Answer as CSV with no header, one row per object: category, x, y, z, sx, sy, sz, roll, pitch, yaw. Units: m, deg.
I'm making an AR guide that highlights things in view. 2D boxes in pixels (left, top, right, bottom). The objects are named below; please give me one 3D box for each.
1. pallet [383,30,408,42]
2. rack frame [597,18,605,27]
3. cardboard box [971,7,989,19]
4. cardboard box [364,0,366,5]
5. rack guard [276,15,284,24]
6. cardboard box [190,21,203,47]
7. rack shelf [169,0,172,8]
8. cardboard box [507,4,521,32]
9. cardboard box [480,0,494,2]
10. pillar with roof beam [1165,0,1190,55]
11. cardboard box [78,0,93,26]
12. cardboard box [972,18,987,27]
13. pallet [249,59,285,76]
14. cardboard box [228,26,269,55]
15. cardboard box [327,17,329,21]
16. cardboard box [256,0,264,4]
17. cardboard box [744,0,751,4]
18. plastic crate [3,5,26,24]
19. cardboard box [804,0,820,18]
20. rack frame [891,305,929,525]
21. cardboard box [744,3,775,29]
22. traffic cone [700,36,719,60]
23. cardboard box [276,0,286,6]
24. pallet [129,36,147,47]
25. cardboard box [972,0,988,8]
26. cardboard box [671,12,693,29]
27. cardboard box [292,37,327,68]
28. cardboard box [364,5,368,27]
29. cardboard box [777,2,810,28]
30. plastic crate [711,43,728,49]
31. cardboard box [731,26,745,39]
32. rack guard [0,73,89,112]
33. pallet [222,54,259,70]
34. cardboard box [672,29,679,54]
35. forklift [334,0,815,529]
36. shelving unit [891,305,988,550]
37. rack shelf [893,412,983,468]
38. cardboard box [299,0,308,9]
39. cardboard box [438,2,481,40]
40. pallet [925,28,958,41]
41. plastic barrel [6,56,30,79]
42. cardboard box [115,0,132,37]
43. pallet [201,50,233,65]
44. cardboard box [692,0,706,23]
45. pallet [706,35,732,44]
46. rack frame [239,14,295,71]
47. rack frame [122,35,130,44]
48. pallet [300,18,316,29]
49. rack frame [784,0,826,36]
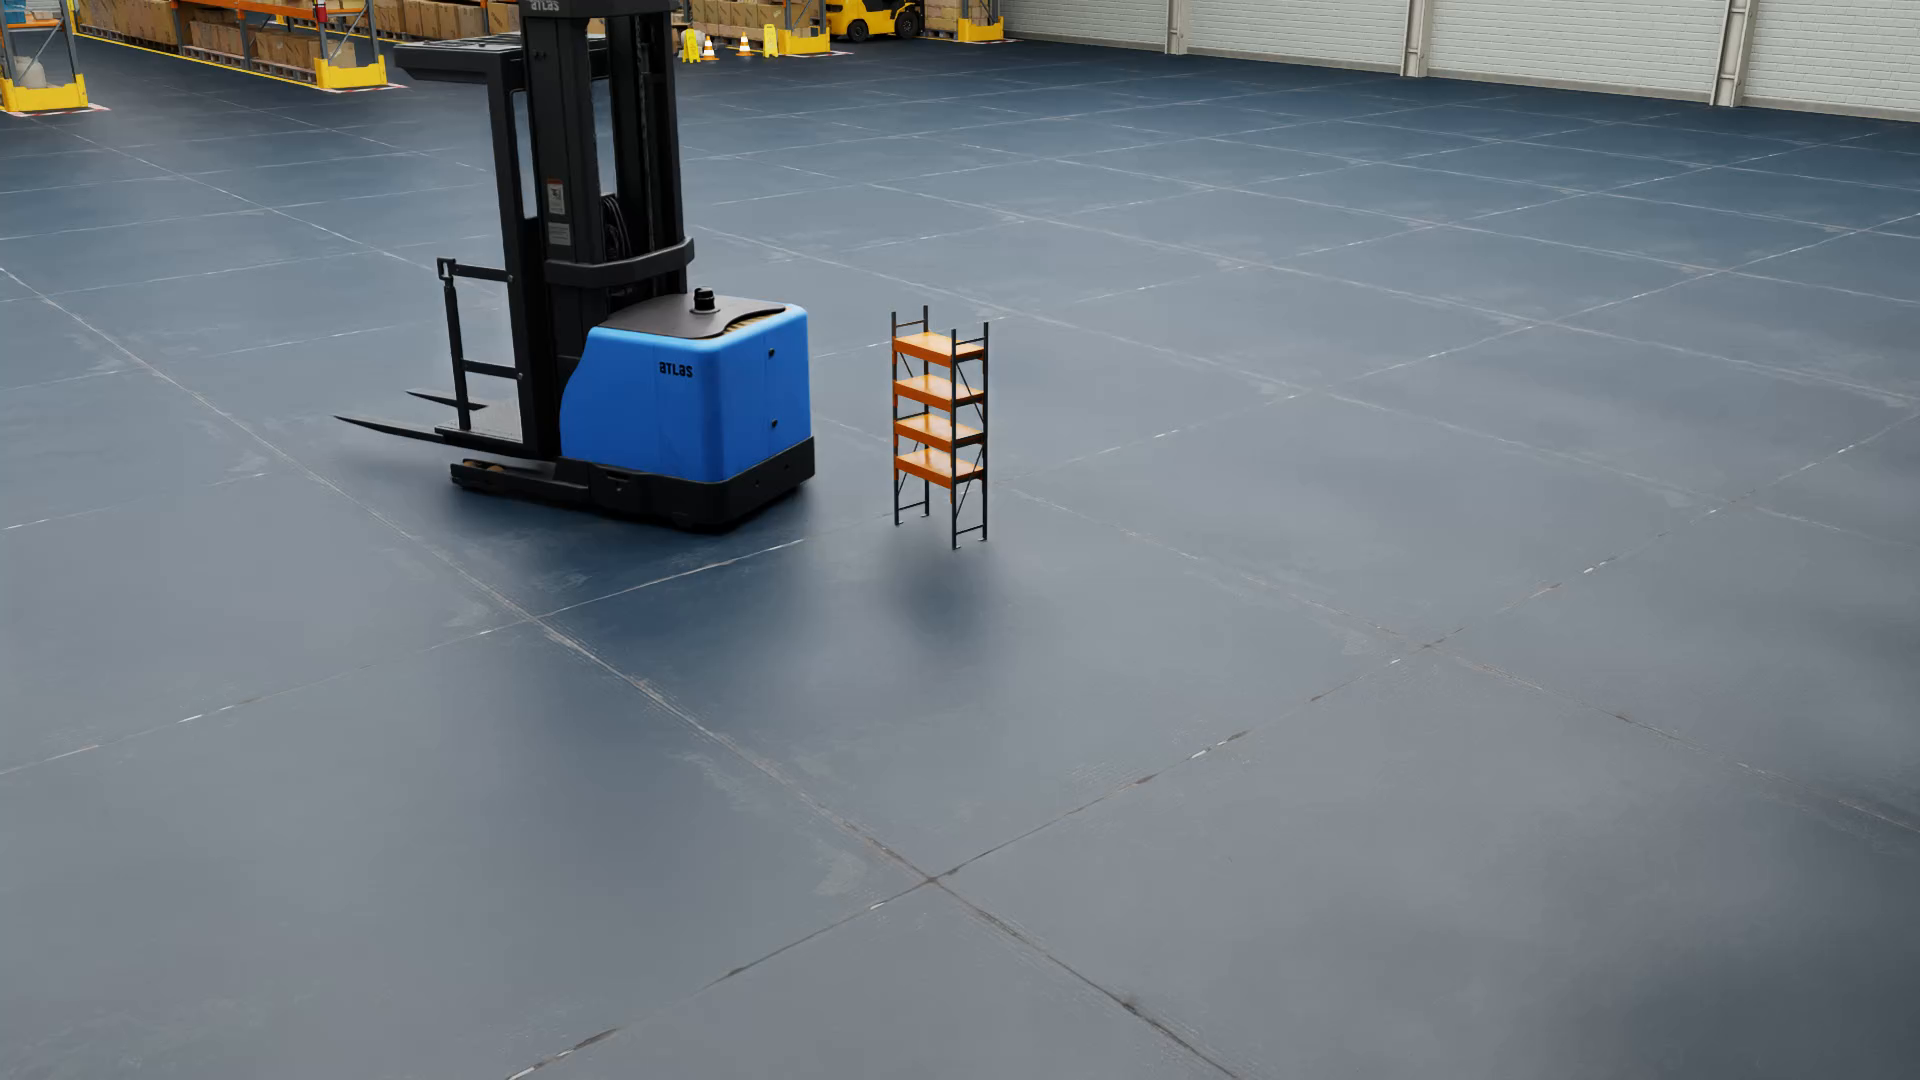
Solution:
pallet,-12.704,-11.771,38.748,1.003,0.211,1.213,-17,27,-37
rack frame,-6.973,-10.643,32.044,1.000,3.000,0.127,-17,27,-37
cardboard box,0.319,-12.359,38.935,0.500,0.250,0.500,-17,27,-36
cardboard box,-13.845,-12.784,39.333,0.500,0.250,0.500,-16,27,-35
rack guard,-17.367,-13.879,43.733,1.175,0.500,0.348,-17,27,-37
cardboard box,-15.566,-10.561,34.659,0.700,0.500,0.500,-19,28,-40
rack shelf,-17.324,-11.918,36.286,1.077,0.370,4.000,-17,27,-37
cardboard box,-8.635,-10.516,34.057,0.875,0.875,0.875,-17,27,-37
cardboard box,-12.623,-14.863,45.756,0.875,0.438,0.875,-17,27,-36
pillar with roof beam,1.352,-13.550,31.239,9.100,9.000,0.400,-17,27,-37
cardboard box,-20.762,-12.959,40.295,0.875,0.875,0.875,-17,27,-37
cardboard box,0.297,-12.129,39.034,0.500,0.250,0.500,-17,27,-37
pallet,-12.942,-9.120,31.978,1.003,0.211,1.213,-17,27,-37
cardboard box,-14.089,-9.947,33.092,0.700,0.500,0.500,-18,27,-38
cardboard box,-15.648,-13.003,41.403,0.380,0.149,0.250,-19,28,-39
cardboard box,-12.855,-10.067,30.918,0.380,0.149,0.250,-17,27,-37
cardboard box,-4.462,-11.731,36.098,0.380,0.149,0.250,-17,27,-37
plastic crate,-15.102,-8.309,26.289,0.499,0.251,0.616,-17,27,-37
cardboard box,-3.484,-13.792,42.764,0.875,0.625,0.625,-19,28,-40
rack frame,-0.267,-0.672,9.054,0.240,1.200,0.015,-17,27,-37
cardboard box,-4.353,-11.416,36.185,0.500,0.500,0.500,-16,27,-36
traffic cone,-5.166,-10.121,34.191,0.336,0.463,0.334,-17,27,-37
cardboard box,-12.198,-9.792,30.216,0.380,0.149,0.250,-17,27,-37
pallet,-18.069,-11.312,37.575,1.003,0.211,1.213,-17,27,-37
cardboard box,0.299,-12.590,38.840,0.500,0.250,0.500,-18,28,-38
cardboard box,-6.244,-12.071,38.717,0.950,0.372,0.625,-17,27,-37
cardboard box,-12.002,-9.033,30.785,0.500,0.500,0.500,-14,26,-33
cardboard box,-13.826,-12.435,39.472,0.500,0.500,0.500,-17,27,-37
cardboard box,-3.622,-11.409,36.165,0.500,0.500,0.500,-19,28,-39
plastic crate,-5.496,-10.966,36.872,0.583,0.080,0.402,12,24,27
cardboard box,-4.698,-11.212,36.691,0.500,0.250,0.500,-19,28,-39
rack guard,-14.634,-7.157,26.571,1.175,0.500,0.348,-17,27,-37
pallet,-13.917,-9.512,32.979,1.003,0.211,1.213,-17,27,-37
cardboard box,-6.353,-10.569,35.279,0.637,0.503,0.797,3,22,9
forklift,-2.401,-1.786,9.525,3.031,2.935,1.130,11,24,25
shelving unit,-0.108,-0.604,8.882,0.258,1.200,0.503,-17,27,-37
rack shelf,-0.108,-0.542,8.907,0.258,0.148,0.480,-17,27,-37
cardboard box,-11.504,-9.529,29.544,0.380,0.149,0.250,-17,27,-37
cardboard box,-10.684,-11.314,36.265,1.050,0.750,0.750,-17,27,-37
pallet,-0.062,-11.935,39.166,1.003,0.211,1.213,-17,27,-37
plastic barrel,-15.363,-7.650,27.239,0.421,0.512,0.421,0,21,0
cardboard box,-18.197,-11.840,37.437,1.225,0.875,0.875,-17,27,-37
pallet,-14.717,-9.849,33.840,1.003,0.211,1.213,-17,27,-37
cardboard box,-5.719,-11.991,37.653,0.500,0.500,0.500,-16,26,-35
pallet,-5.435,-11.479,38.002,1.003,0.211,1.213,-17,27,-37
rack frame,-13.407,-10.595,31.922,1.000,3.000,0.127,-17,27,-37
rack frame,-18.629,-12.805,37.565,1.000,3.000,0.127,-17,27,-37
pallet,-16.072,-13.174,42.331,1.003,0.211,1.213,-17,27,-37
rack frame,-3.289,-11.849,35.124,1.000,3.000,0.127,-17,27,-37
